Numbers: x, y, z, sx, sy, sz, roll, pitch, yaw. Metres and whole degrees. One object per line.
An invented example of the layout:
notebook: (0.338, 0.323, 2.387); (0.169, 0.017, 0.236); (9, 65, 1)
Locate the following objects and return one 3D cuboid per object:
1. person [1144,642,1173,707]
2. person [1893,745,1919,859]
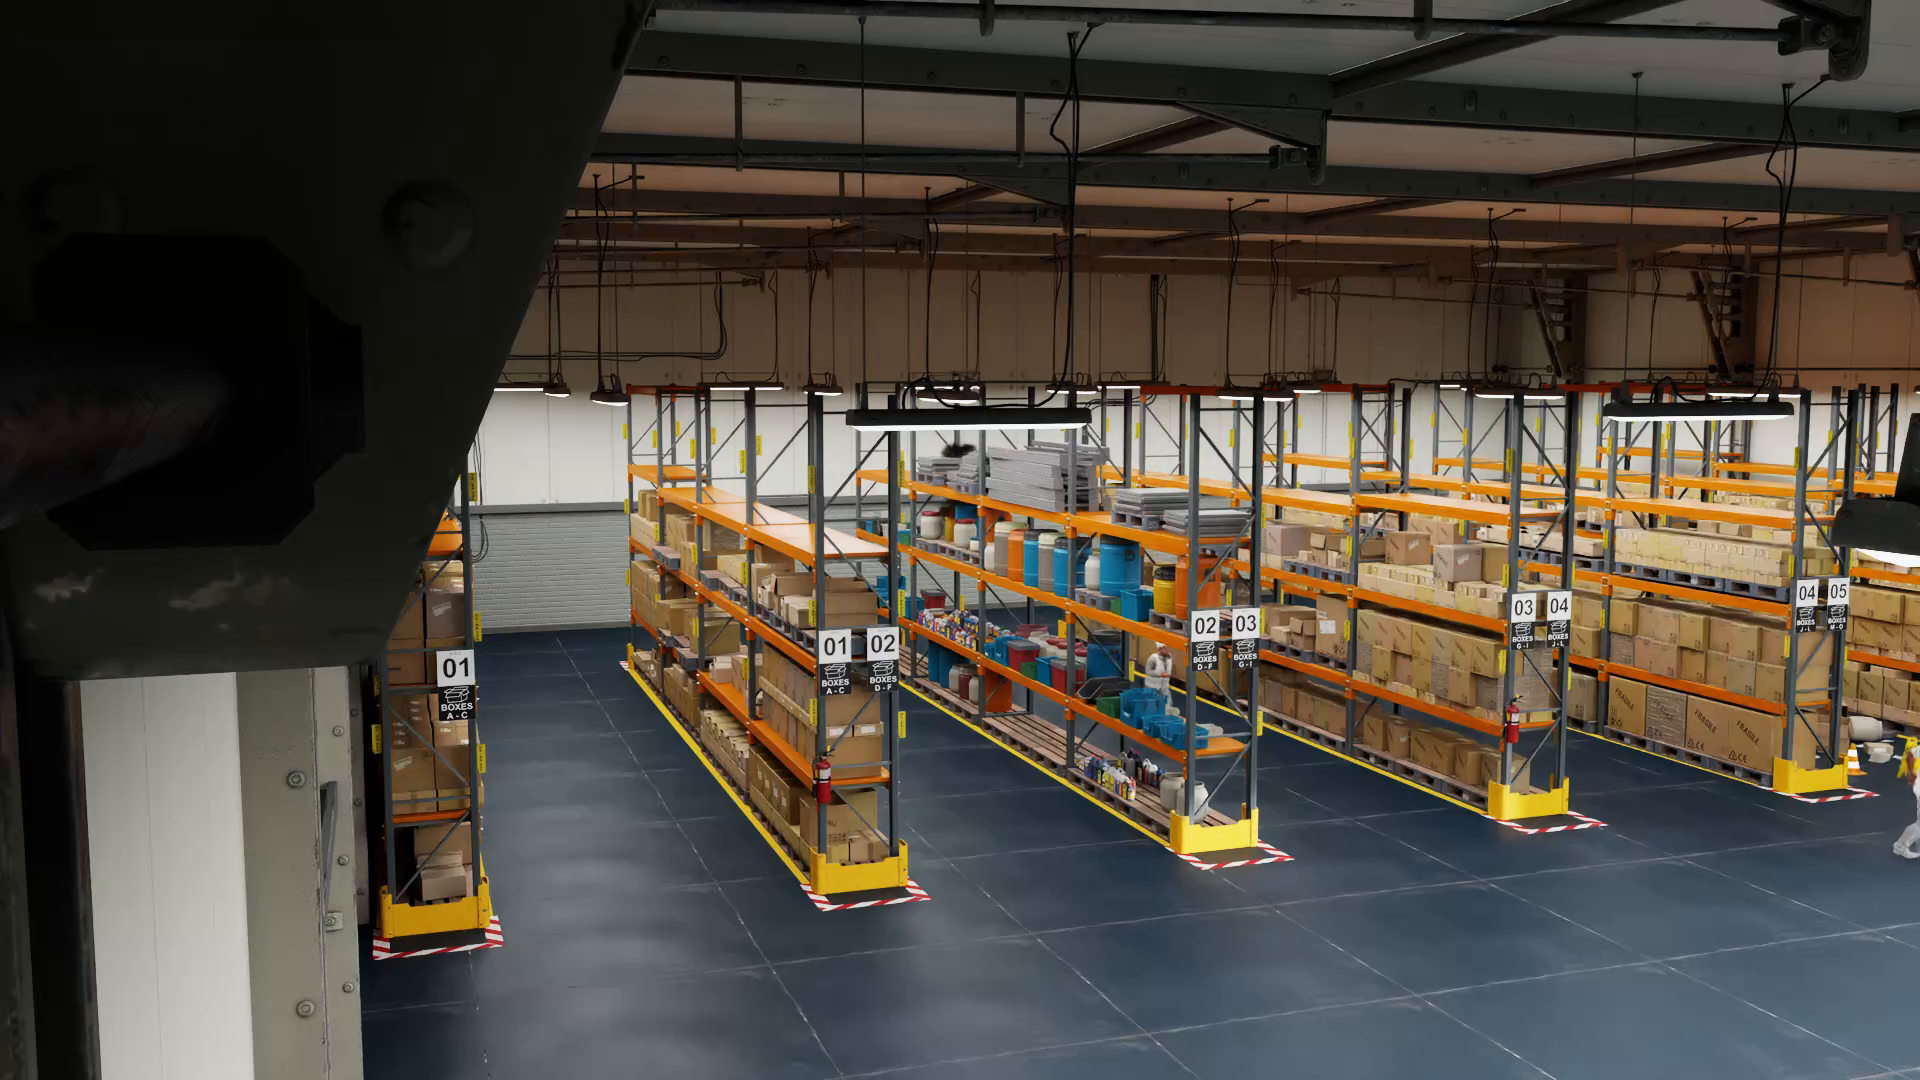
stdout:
person: (3.468, 2.529, 28.692); (0.639, 1.713, 0.690); (-3, 6, -24)
person: (12.437, 3.255, 21.280); (0.784, 1.720, 0.737); (3, 6, 23)
